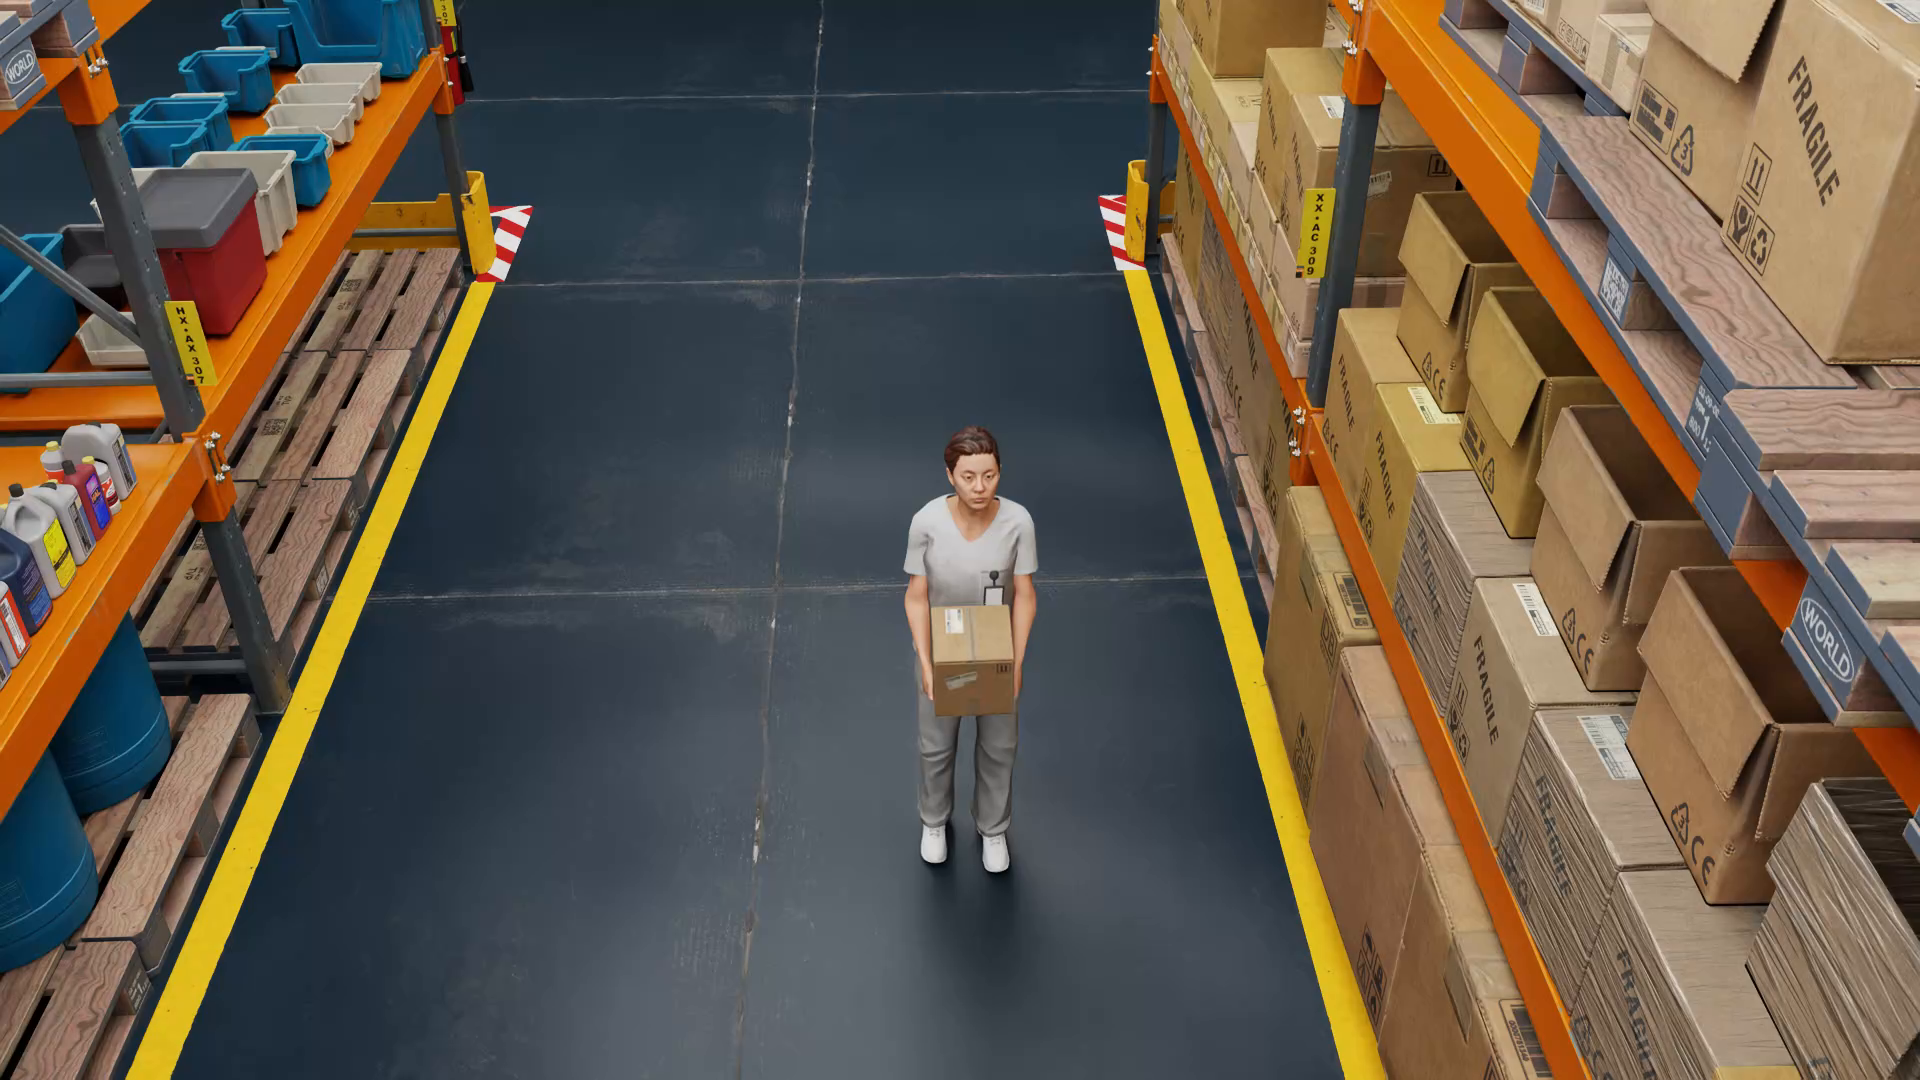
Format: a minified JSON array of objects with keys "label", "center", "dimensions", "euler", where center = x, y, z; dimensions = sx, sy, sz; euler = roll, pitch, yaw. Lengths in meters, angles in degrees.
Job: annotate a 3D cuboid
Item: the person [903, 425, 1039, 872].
[{"label":"person","center":[0.039,0.414,5.568],"dimensions":[0.442,1.667,0.549],"euler":[-2,35,-2]}]
